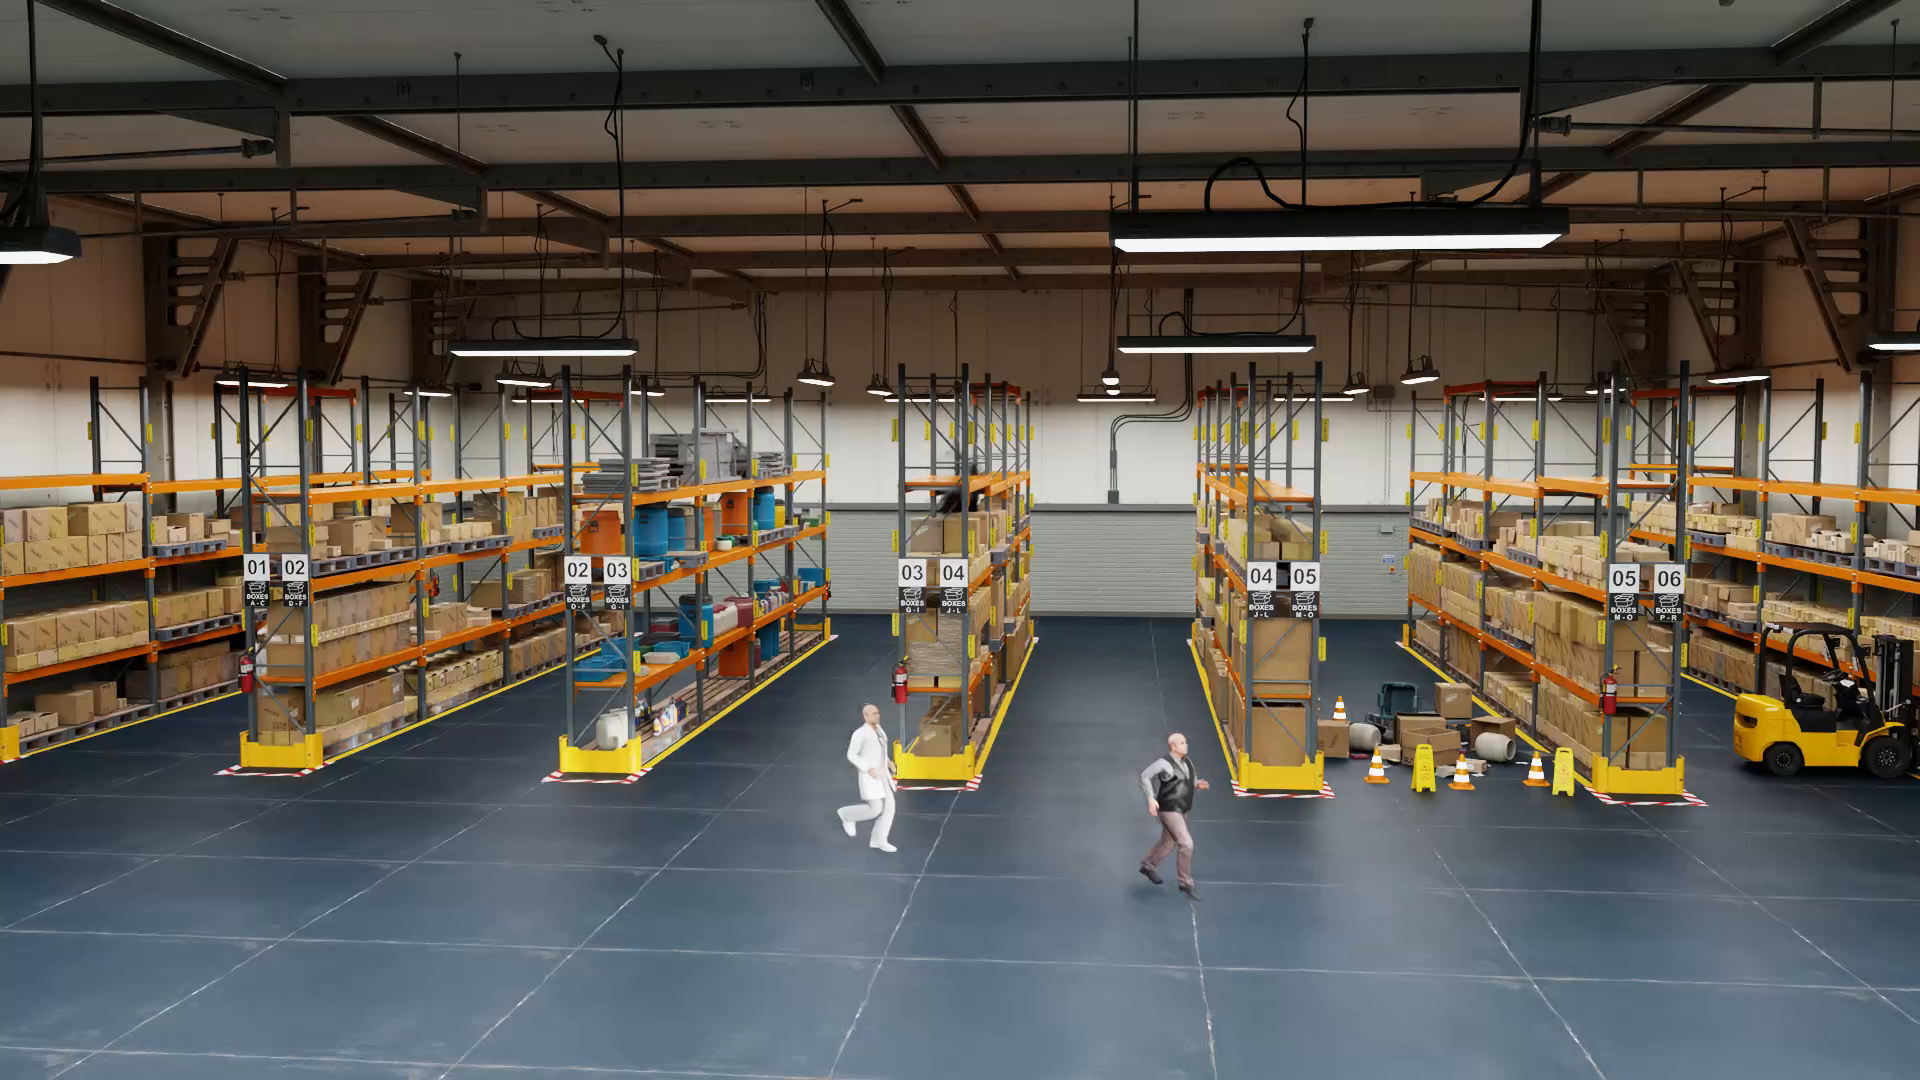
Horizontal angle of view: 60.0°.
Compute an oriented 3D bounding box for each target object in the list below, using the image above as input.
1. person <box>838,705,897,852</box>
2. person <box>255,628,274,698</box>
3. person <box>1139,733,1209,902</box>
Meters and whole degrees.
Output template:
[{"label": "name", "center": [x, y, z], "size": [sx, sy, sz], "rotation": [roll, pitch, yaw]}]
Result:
[{"label": "person", "center": [-1.088, 2.813, 20.056], "size": [0.782, 1.665, 0.710], "rotation": [2, 4, 33]}, {"label": "person", "center": [-11.667, 2.353, 27.942], "size": [0.710, 1.761, 0.818], "rotation": [0, 4, -1]}, {"label": "person", "center": [2.305, 2.974, 18.041], "size": [0.869, 1.774, 0.627], "rotation": [3, 5, 36]}]
